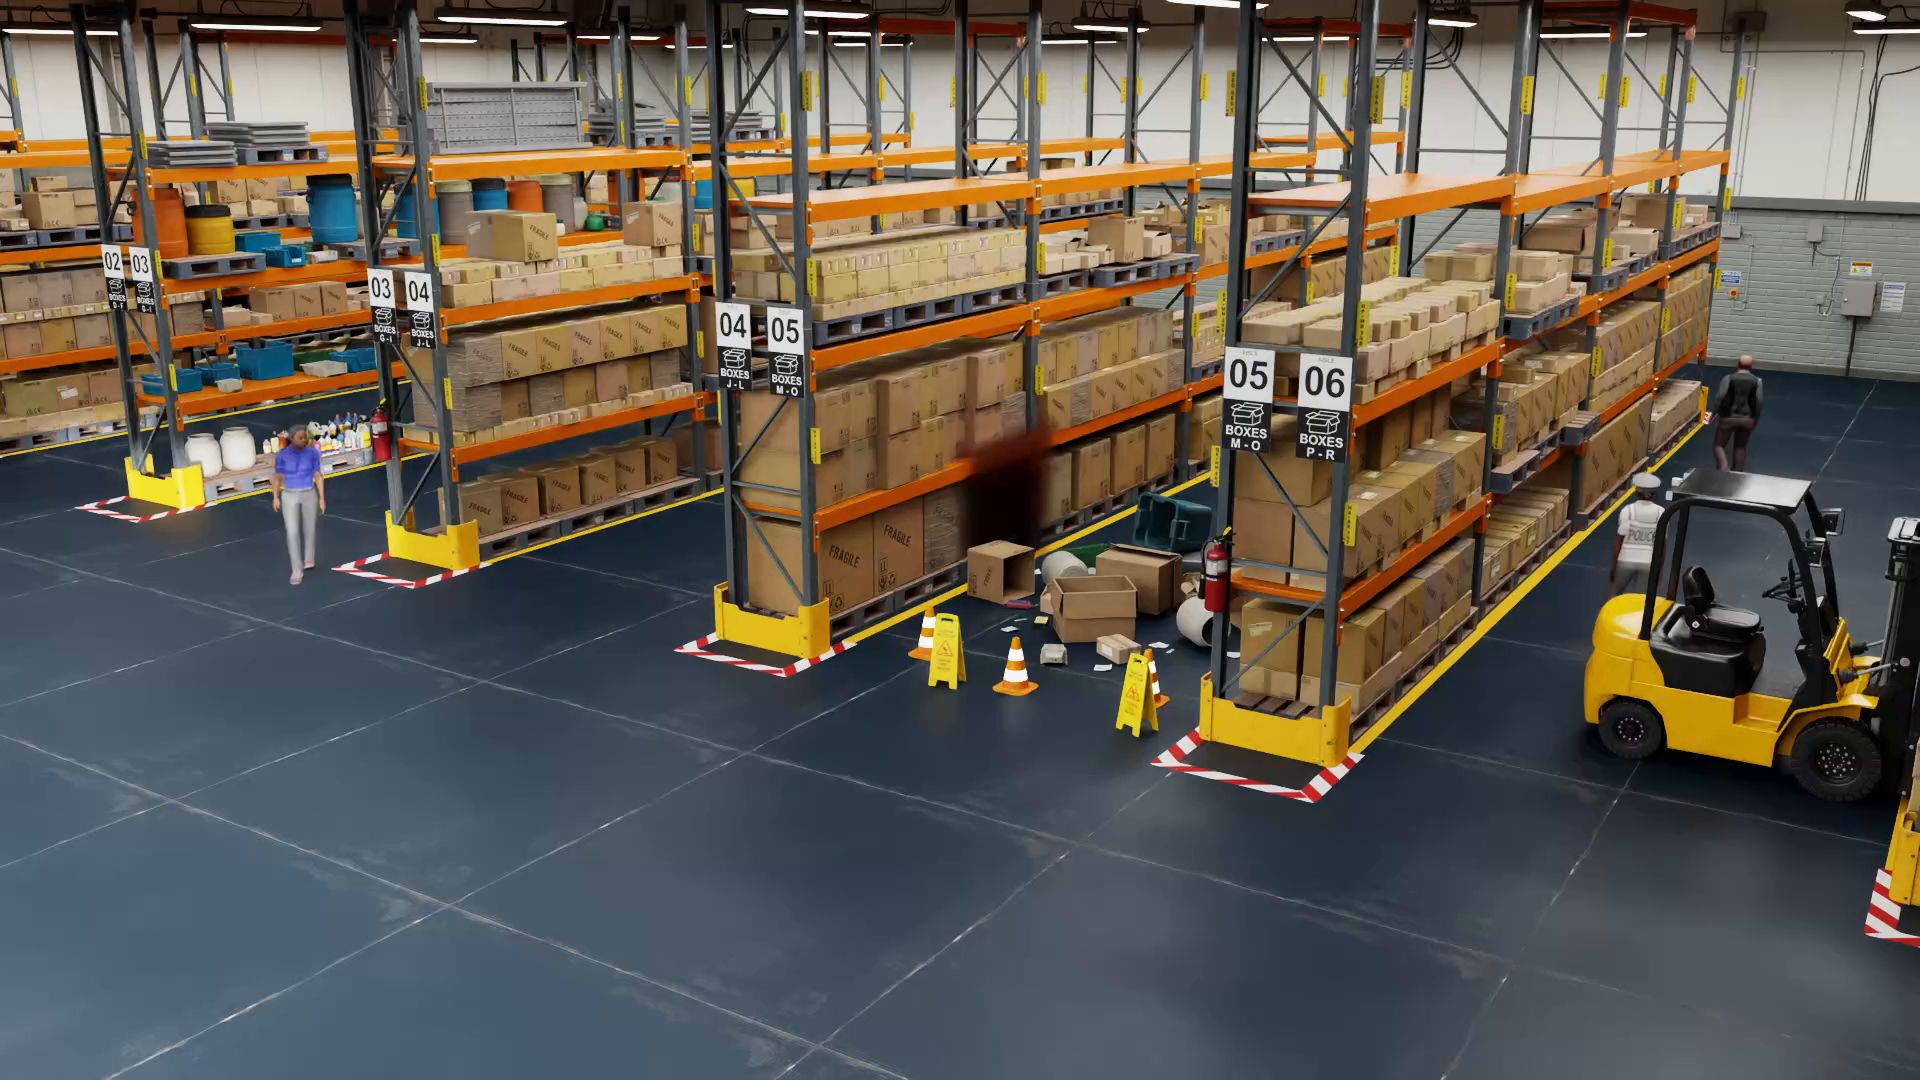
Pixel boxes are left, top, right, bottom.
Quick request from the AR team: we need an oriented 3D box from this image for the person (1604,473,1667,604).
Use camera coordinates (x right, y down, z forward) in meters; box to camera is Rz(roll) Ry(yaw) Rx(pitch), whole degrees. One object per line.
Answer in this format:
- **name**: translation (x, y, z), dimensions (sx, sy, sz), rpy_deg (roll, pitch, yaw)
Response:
- **person**: translation (6.202, 0.240, 15.264), dimensions (0.487, 1.700, 0.387), rpy_deg (3, 16, 10)

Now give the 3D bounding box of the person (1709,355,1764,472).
- **person**: translation (10.107, -1.539, 21.615), dimensions (0.600, 1.699, 0.590), rpy_deg (3, 16, 10)

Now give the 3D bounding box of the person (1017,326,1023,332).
- **person**: translation (1.054, -2.691, 25.597), dimensions (0.573, 1.720, 1.069), rpy_deg (11, 19, 35)

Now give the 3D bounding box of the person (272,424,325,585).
- **person**: translation (-7.017, -0.429, 17.661), dimensions (0.515, 1.622, 0.862), rpy_deg (-8, 17, -26)
